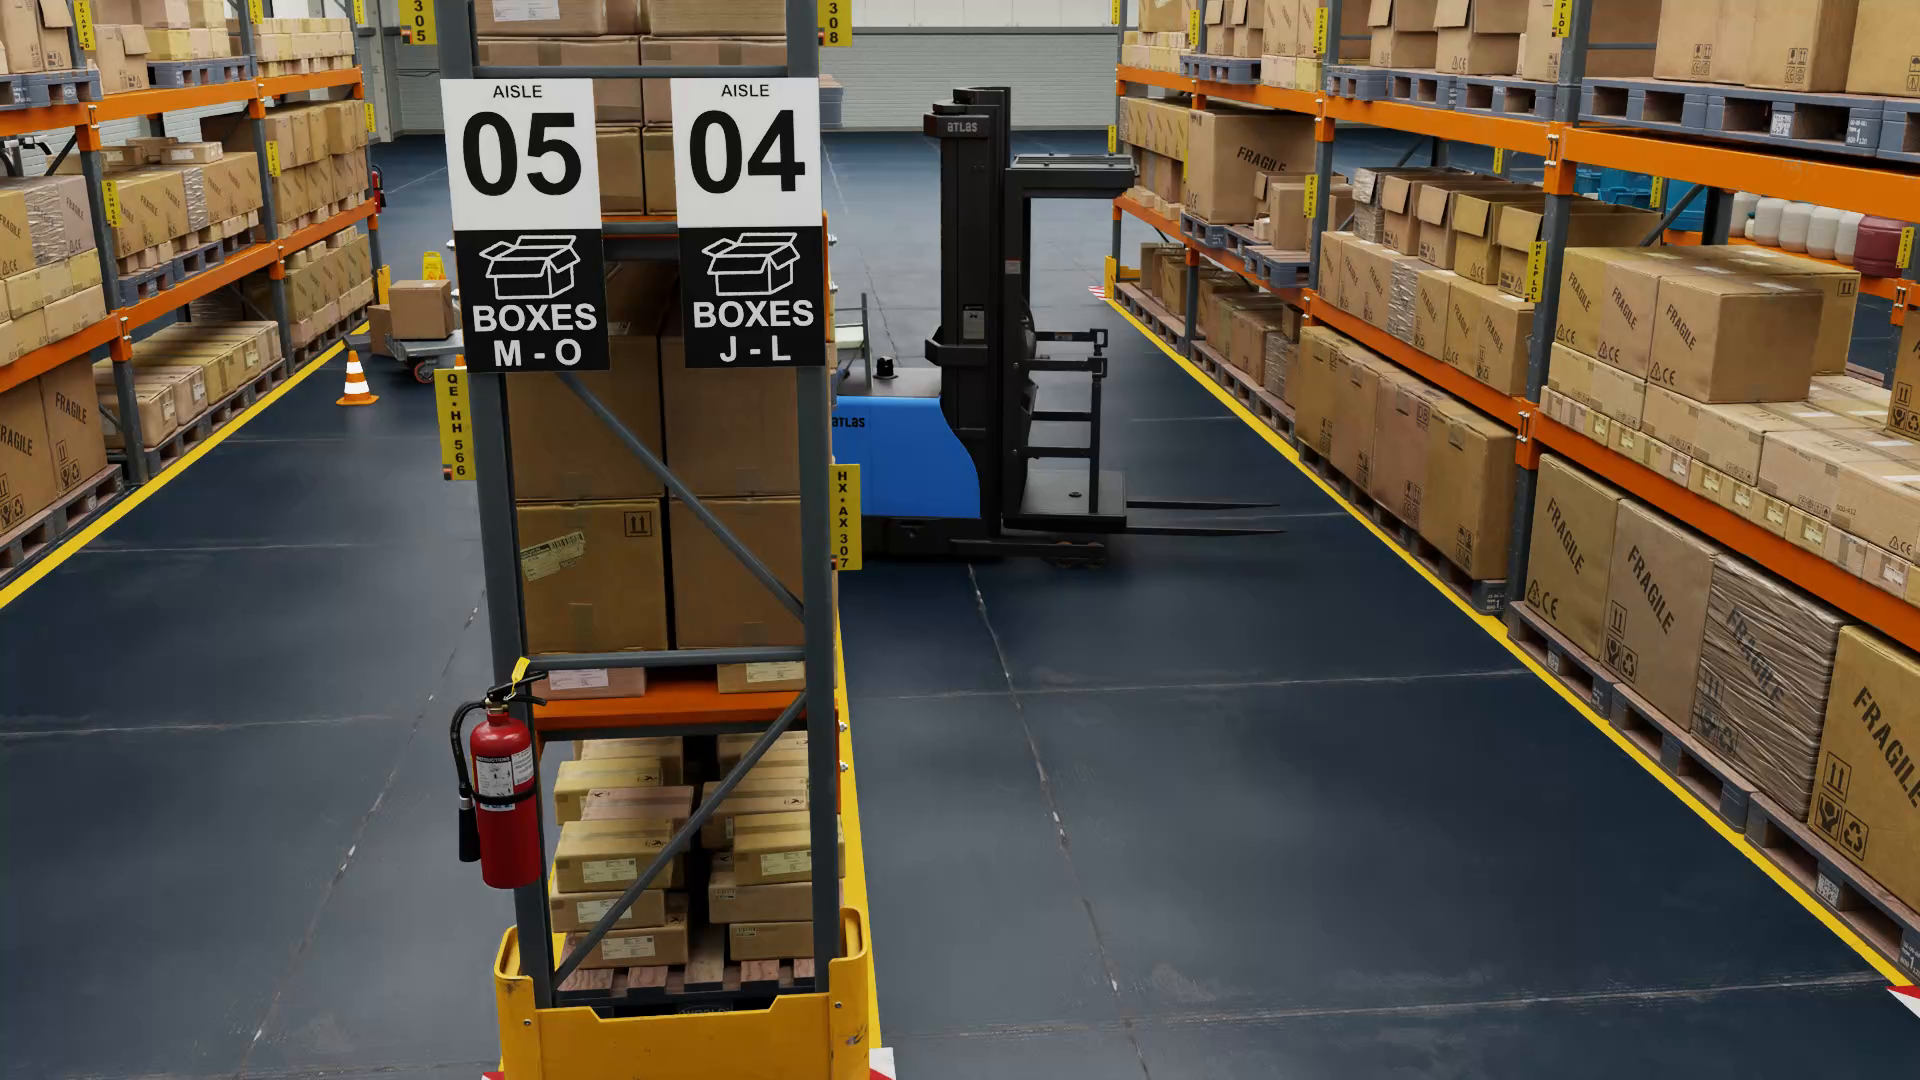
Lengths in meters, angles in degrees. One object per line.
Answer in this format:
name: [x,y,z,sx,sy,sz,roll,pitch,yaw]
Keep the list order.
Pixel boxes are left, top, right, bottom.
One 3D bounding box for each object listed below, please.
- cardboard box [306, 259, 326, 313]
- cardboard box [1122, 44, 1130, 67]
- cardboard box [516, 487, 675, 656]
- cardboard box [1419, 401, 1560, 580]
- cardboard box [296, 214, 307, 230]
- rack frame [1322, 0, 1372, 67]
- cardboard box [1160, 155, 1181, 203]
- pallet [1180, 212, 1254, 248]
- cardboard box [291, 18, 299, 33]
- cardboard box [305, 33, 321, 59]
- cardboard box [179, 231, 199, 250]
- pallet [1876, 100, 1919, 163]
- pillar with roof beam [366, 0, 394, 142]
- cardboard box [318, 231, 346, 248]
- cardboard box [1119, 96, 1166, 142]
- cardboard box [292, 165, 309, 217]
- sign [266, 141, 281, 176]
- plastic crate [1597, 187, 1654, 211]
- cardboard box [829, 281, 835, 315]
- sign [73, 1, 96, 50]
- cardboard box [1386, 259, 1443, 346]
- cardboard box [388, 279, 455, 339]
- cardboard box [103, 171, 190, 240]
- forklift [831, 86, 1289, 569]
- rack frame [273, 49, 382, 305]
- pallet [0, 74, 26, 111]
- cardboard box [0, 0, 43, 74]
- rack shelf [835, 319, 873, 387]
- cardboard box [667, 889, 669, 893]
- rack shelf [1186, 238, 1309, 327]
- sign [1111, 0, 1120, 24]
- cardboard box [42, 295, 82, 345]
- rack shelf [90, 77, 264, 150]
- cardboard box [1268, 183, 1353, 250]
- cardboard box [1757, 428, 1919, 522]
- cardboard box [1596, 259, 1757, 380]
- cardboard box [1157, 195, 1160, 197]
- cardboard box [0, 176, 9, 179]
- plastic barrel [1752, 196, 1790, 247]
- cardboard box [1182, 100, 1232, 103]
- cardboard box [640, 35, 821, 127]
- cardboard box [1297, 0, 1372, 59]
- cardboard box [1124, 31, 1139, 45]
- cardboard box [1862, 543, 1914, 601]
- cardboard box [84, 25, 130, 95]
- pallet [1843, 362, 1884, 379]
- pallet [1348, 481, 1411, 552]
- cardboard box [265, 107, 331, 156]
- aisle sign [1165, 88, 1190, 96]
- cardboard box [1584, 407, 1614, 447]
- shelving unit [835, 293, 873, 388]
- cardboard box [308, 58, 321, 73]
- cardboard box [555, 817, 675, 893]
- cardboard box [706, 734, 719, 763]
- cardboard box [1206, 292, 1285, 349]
cardboard box: [-6.894,-2.618,17.145,0.500,0.500,0.500,-1,17,-3]
cardboard box: [2.203,-5.734,19.677,0.500,0.250,0.500,-1,17,-4]
cardboard box: [-1.186,0.048,5.352,0.500,0.500,0.500,-1,17,-5]
cardboard box: [3.562,-0.328,10.059,1.225,0.875,0.875,-2,18,-5]
cardboard box: [-6.874,-3.239,16.905,0.380,0.149,0.250,-1,17,-4]
rack frame: [3.235,-5.005,12.096,1.000,3.000,0.127,-2,18,-6]
cardboard box: [2.669,-3.956,18.106,0.875,0.500,0.500,-2,18,-6]
pallet: [2.757,-3.011,16.079,1.003,0.211,1.213,-2,18,-6]
cardboard box: [-6.931,-5.210,16.845,0.380,0.149,0.250,-2,18,-6]
cardboard box: [-6.963,-5.123,17.232,0.500,0.250,0.500,-2,18,-5]
cardboard box: [-6.589,-2.503,13.859,0.380,0.149,0.250,-1,17,-4]
pallet: [3.973,-1.369,5.669,1.003,0.211,1.213,-2,18,-6]
pillar with roof beam: [-12.021,-15.764,46.365,9.100,9.000,0.400,-2,18,-6]
cardboard box: [-6.952,-3.284,18.185,0.380,0.149,0.250,-1,17,-3]
cardboard box: [2.196,-5.021,19.828,0.500,0.500,0.500,-2,18,-6]
cardboard box: [-6.878,-3.506,16.675,0.500,0.500,0.500,-2,18,-6]
sign: [-6.483,-3.599,15.700,0.100,0.325,0.005,-2,18,-6]
plastic crate: [7.365,-3.738,18.323,0.499,0.251,0.616,-2,18,-6]
cardboard box: [-0.879,-1.324,9.111,0.380,0.149,0.250,-1,17,-3]
sign: [-6.069,-3.567,11.527,0.100,0.325,0.005,-2,18,-6]
cardboard box: [3.176,-1.582,11.042,0.500,0.500,0.500,-2,18,-5]
cardboard box: [-5.267,-2.261,16.280,0.500,0.500,0.500,-2,18,-6]
cardboard box: [-6.560,-2.681,13.344,0.500,0.500,0.500,-1,17,-5]
forklift: [0.622,-1.382,10.686,3.031,2.935,1.130,2,17,5]
rack frame: [-7.447,-4.220,19.611,1.000,3.000,0.127,-2,18,-6]
pallet: [-6.385,-2.654,9.931,1.003,0.211,1.213,-1,17,-3]
cardboard box: [-6.331,-3.227,10.571,0.700,0.500,0.500,-3,18,-8]
rack shelf: [-0.791,-1.204,10.933,0.431,0.370,0.720,-4,16,-3]
cardboard box: [-1.273,1.300,6.087,0.380,0.149,0.250,-1,17,-4]
rack shelf: [3.029,-2.395,15.000,1.077,0.370,4.000,-2,18,-6]
sign: [1.870,-6.357,19.952,0.100,0.325,0.005,-2,18,-6]
cardboard box: [-6.243,-1.471,11.104,0.500,0.250,0.500,-1,17,-5]
rack shelf: [-6.828,-3.520,13.575,1.077,0.370,4.000,-2,18,-6]
cardboard box: [2.983,-2.714,13.945,0.700,0.500,0.500,1,17,3]
cardboard box: [3.642,-0.269,6.778,0.500,0.250,0.500,-2,18,-8]
cardboard box: [3.486,-1.082,8.116,0.500,0.500,0.500,-2,18,-6]
cardboard box: [2.418,-3.794,18.673,0.380,0.149,0.250,-2,18,-6]
cardboard box: [-6.814,-2.207,11.362,0.500,0.500,0.500,-2,18,-7]
plastic barrel: [7.705,-3.042,15.631,0.433,0.535,0.433,0,17,0]
cardboard box: [2.819,-4.739,18.931,0.500,0.500,0.500,-2,18,-6]
cardboard box: [-0.672,-1.376,4.960,0.500,0.250,0.500,-1,17,-5]
cardboard box: [2.937,-3.994,12.883,0.500,0.500,0.500,-1,17,-4]
cardboard box: [2.139,-5.907,19.560,0.380,0.149,0.250,-1,17,-4]
cardboard box: [3.643,0.112,6.231,0.380,0.149,0.250,-2,18,-6]
cardboard box: [-6.710,-3.598,12.455,0.700,0.500,0.500,-2,18,-6]
pallet: [7.998,-1.560,15.793,1.003,0.211,1.213,-2,18,-6]
pallet: [3.364,-0.212,11.501,1.003,0.211,1.213,-2,18,-6]
cardboard box: [-7.064,-4.289,17.496,0.700,0.500,0.500,-2,18,-6]
aisle sign: [2.702,-5.794,20.285,0.394,0.787,0.004,-2,18,-6]
cardboard box: [3.402,-0.576,8.423,0.380,0.149,0.250,-1,17,-4]
shelving unit: [-0.772,-0.830,11.043,0.431,1.500,0.755,-4,16,-3]
cardboard box: [-6.929,-4.977,17.435,0.380,0.149,0.250,-2,18,-6]
cardboard box: [-1.190,1.090,5.763,0.380,0.149,0.250,-2,17,-5]
cardboard box: [-0.877,0.829,7.091,0.380,0.149,0.250,-1,17,-3]
cardboard box: [2.864,-2.168,16.514,0.700,0.500,0.500,-3,18,-10]
